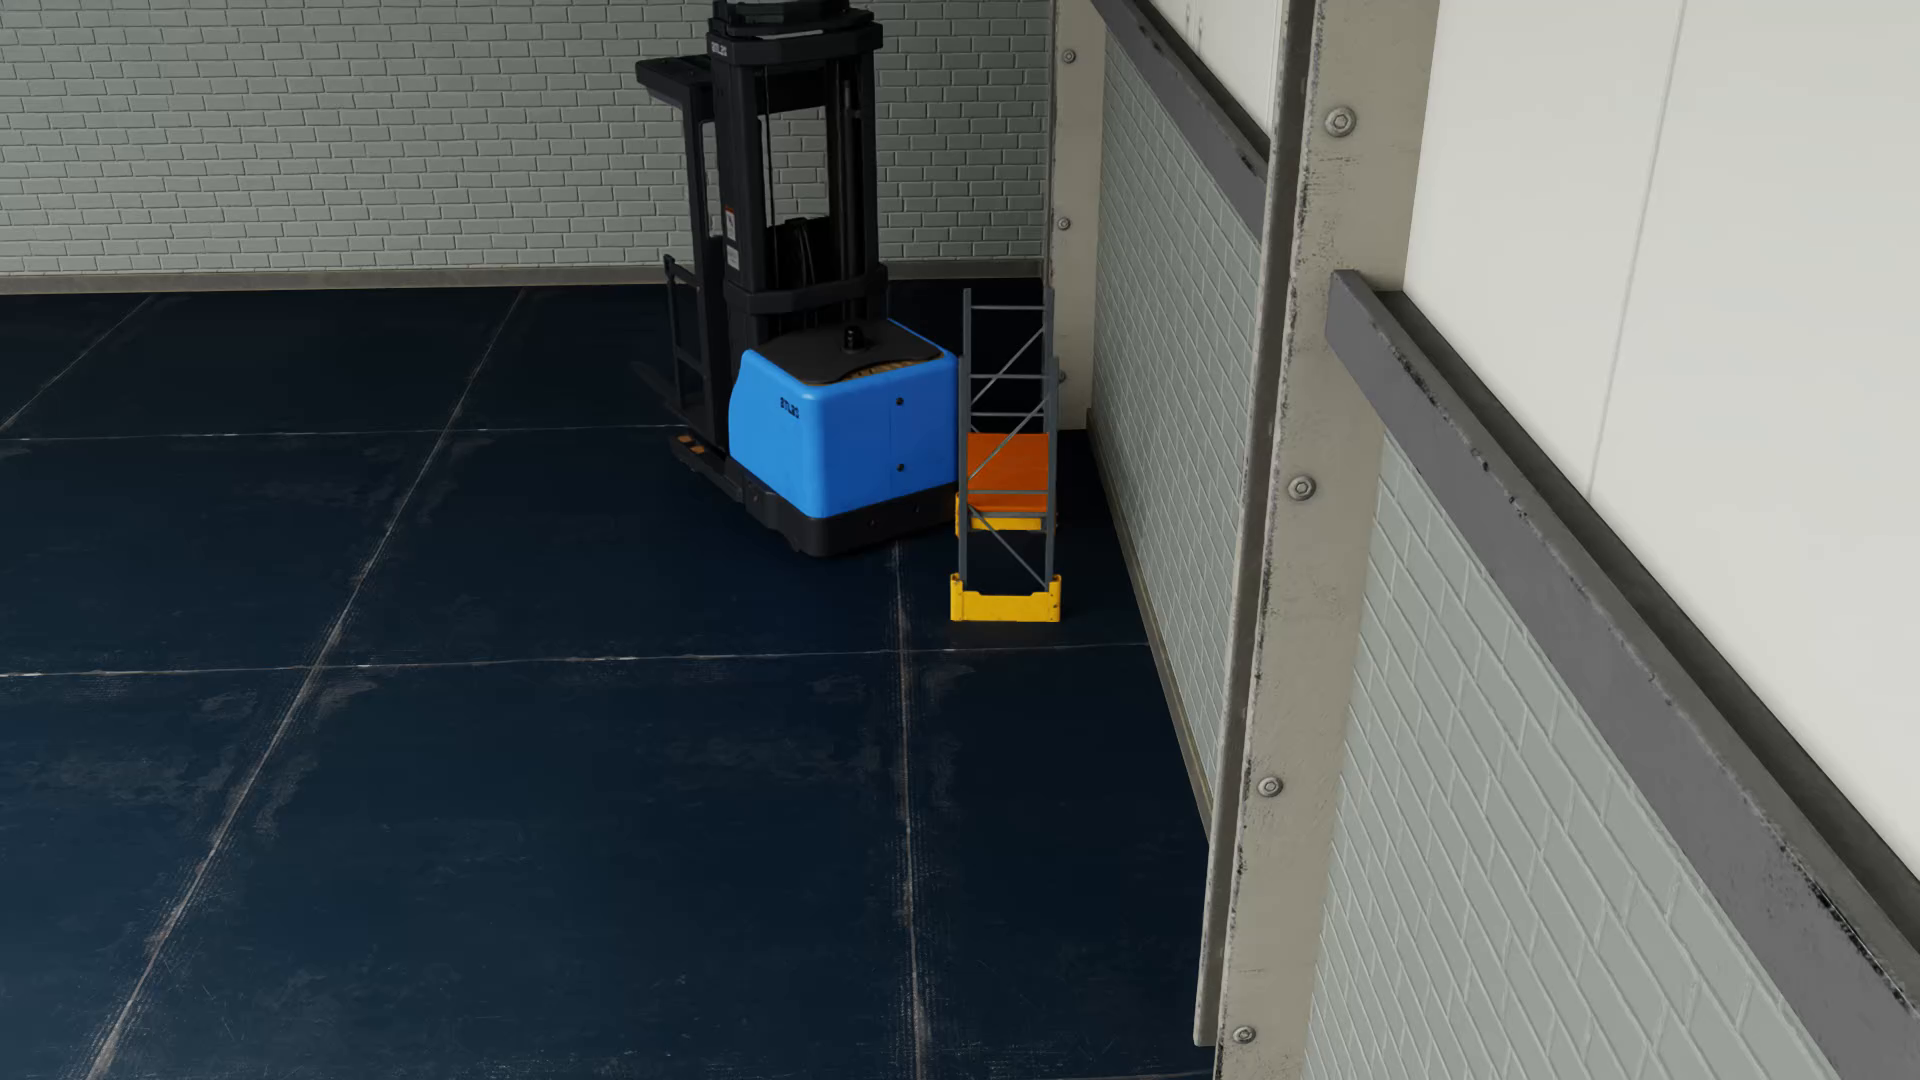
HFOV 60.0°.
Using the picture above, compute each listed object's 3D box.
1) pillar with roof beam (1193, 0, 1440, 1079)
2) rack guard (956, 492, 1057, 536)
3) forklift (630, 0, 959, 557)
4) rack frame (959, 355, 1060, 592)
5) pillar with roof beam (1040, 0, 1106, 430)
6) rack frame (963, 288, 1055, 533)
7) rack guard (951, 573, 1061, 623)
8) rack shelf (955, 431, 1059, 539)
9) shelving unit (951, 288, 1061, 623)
[{"bbox_3d":[-3.266,-1.951,3.759,9.100,9.000,0.400,-1,28,-3],"label":"pillar with roof beam"},{"bbox_3d":[0.269,-0.151,9.770,0.587,0.250,0.087,1,28,1],"label":"rack guard"},{"bbox_3d":[-1.209,-1.839,10.107,1.130,2.935,3.031,-17,32,-29],"label":"forklift"},{"bbox_3d":[0.244,-0.244,8.597,0.500,1.500,0.032,1,28,1],"label":"rack frame"},{"bbox_3d":[-3.579,-4.722,9.072,9.100,9.000,0.400,-1,28,-3],"label":"pillar with roof beam"},{"bbox_3d":[0.270,-0.714,9.498,0.500,1.500,0.032,1,28,1],"label":"rack frame"},{"bbox_3d":[0.244,0.309,8.887,0.587,0.250,0.087,1,28,1],"label":"rack guard"},{"bbox_3d":[0.257,-0.320,9.130,0.538,0.185,1.000,1,28,1],"label":"rack shelf"},{"bbox_3d":[0.257,-0.475,9.039,0.587,1.500,1.083,1,28,1],"label":"shelving unit"}]
